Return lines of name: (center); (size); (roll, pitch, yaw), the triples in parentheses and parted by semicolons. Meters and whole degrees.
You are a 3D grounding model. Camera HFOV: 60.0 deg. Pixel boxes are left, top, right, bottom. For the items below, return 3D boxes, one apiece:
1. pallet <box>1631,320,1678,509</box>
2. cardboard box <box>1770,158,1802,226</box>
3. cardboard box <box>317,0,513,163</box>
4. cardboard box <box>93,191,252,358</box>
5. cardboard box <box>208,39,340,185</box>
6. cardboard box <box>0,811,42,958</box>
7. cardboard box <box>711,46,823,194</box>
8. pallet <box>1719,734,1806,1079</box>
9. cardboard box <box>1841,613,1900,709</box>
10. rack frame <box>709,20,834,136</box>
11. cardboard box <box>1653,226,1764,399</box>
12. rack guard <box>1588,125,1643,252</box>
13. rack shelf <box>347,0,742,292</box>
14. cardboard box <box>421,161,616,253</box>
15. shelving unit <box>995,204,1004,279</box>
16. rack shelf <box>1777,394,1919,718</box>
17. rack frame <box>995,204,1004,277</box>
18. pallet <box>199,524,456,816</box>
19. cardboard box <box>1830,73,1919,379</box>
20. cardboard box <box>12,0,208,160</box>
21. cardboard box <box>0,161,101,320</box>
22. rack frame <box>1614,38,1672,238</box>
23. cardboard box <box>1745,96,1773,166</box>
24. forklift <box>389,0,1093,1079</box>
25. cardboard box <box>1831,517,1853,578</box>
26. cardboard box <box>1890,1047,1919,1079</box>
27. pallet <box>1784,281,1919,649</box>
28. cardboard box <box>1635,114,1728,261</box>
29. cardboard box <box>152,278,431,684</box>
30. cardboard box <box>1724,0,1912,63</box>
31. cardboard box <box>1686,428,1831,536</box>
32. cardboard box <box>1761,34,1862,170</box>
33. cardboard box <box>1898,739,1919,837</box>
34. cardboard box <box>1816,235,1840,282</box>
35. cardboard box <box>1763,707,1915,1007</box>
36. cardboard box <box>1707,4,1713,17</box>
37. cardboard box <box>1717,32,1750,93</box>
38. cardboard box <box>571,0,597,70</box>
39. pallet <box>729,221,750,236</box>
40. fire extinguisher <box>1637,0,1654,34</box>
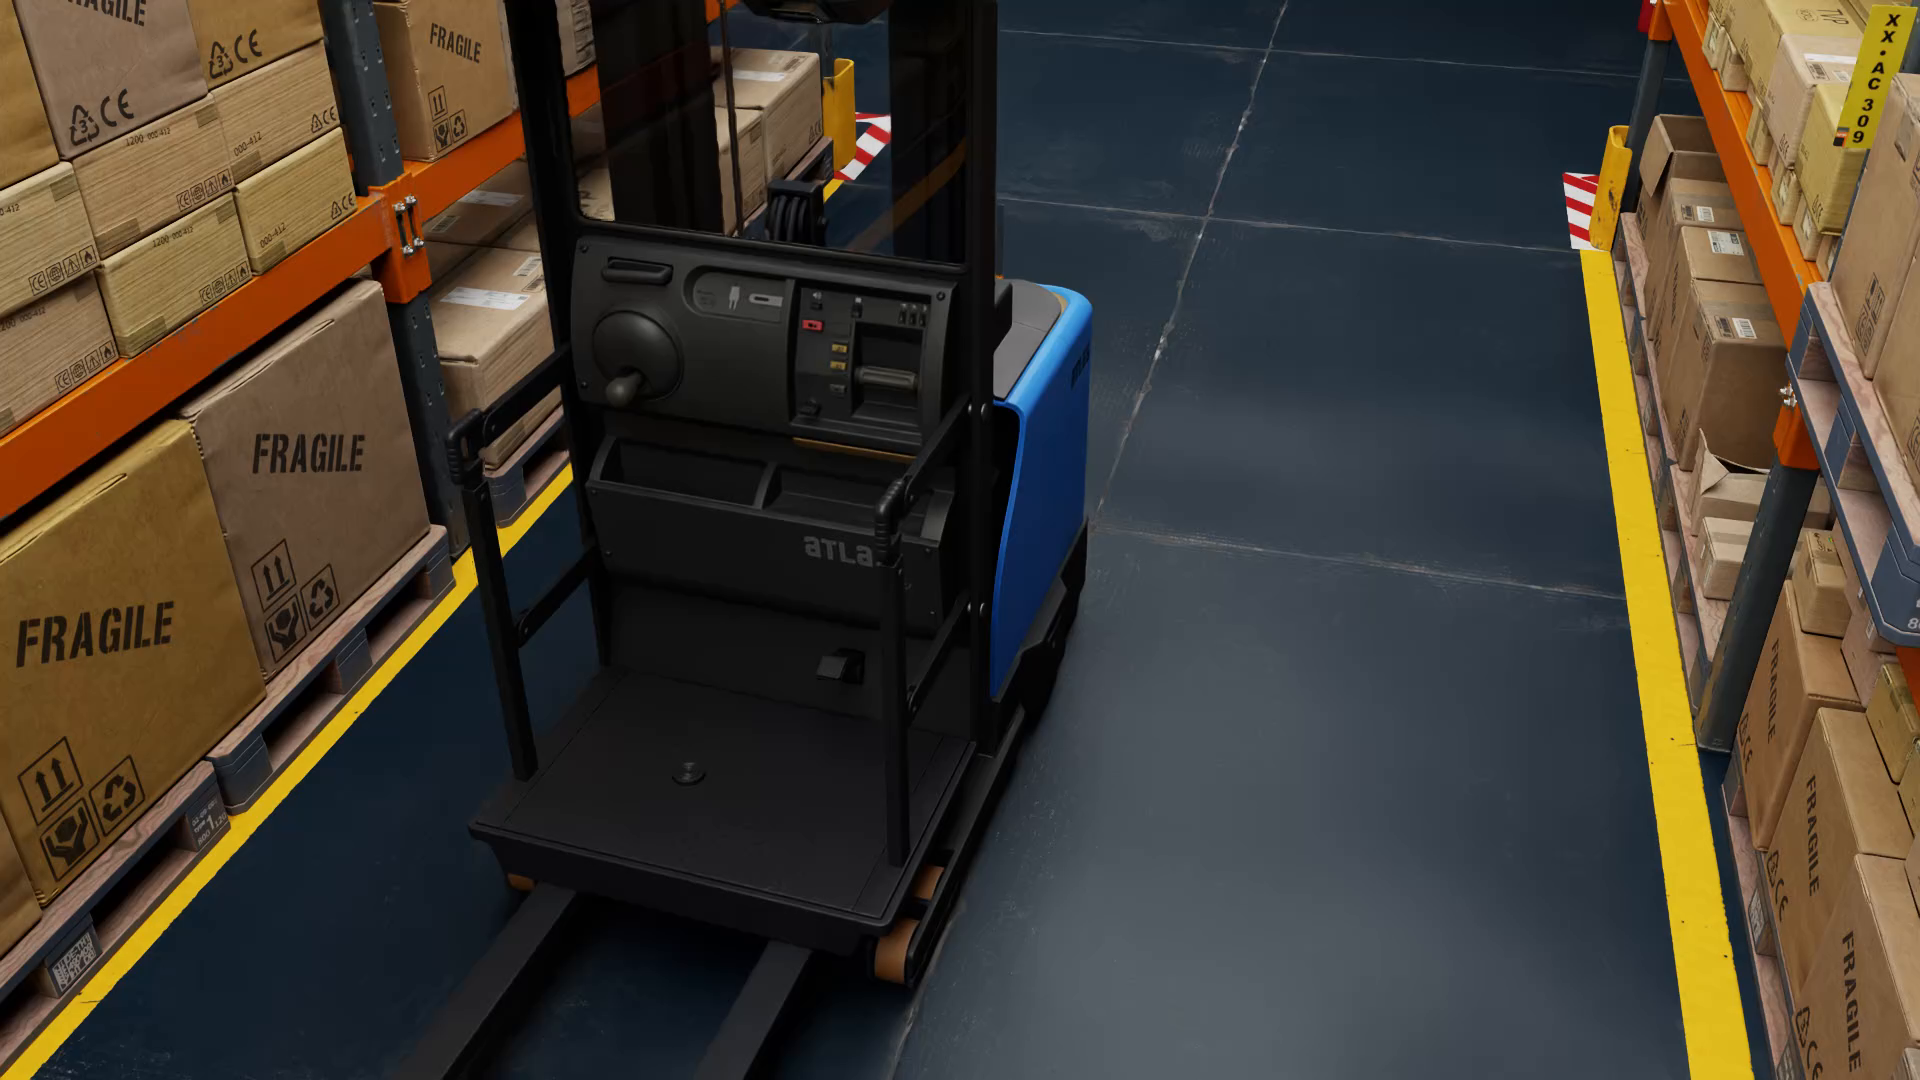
pallet: (3.108, -0.437, 6.241); (1.003, 0.211, 1.213); (8, 33, 12)
cardboard box: (2.550, -0.993, 4.750); (0.380, 0.149, 0.250); (9, 34, 14)
cardboard box: (-1.805, -1.547, 5.294); (0.500, 0.500, 0.500); (9, 34, 14)
cardboard box: (-2.177, -0.702, 4.198); (0.500, 0.250, 0.500); (8, 33, 12)
cardboard box: (-2.054, -1.182, 4.488); (0.500, 0.250, 0.500); (8, 33, 12)
cardboard box: (-2.706, 0.689, 3.459); (0.875, 0.875, 0.875); (8, 33, 13)
cardboard box: (-1.233, -2.112, 8.273); (0.875, 0.438, 0.875); (7, 33, 11)
pallet: (2.455, 0.981, 4.010); (1.003, 0.211, 1.213); (8, 33, 12)
cardboard box: (2.281, 0.285, 3.839); (0.380, 0.149, 0.250); (7, 33, 11)
rack frame: (-1.162, -3.372, 8.259); (1.000, 3.000, 0.127); (8, 33, 12)
cardboard box: (2.908, -0.817, 6.178); (0.500, 0.500, 0.500); (9, 33, 13)
rack guard: (3.621, -1.604, 7.807); (1.175, 0.500, 0.348); (8, 33, 12)
rack shelf: (-1.669, -2.031, 6.819); (1.077, 0.370, 4.000); (8, 33, 12)
cardboard box: (-1.687, -1.168, 6.789); (0.875, 0.438, 0.875); (7, 33, 11)
shelving unit: (-0.004, -0.499, 5.416); (0.258, 1.200, 0.189); (8, 33, 12)
rack shelf: (2.118, 0.719, 2.494); (1.077, 0.370, 4.000); (8, 33, 12)
rack frame: (0.020, -0.546, 5.491); (0.240, 1.200, 0.006); (8, 33, 12)
pallet: (-2.300, 0.291, 5.096); (1.003, 0.211, 1.213); (8, 33, 12)
cardboard box: (2.286, -0.621, 3.447); (0.700, 0.500, 0.500); (9, 34, 14)
cardboard box: (-2.172, -1.225, 3.856); (0.500, 0.500, 0.500); (9, 33, 13)
cardboard box: (-2.299, -0.652, 3.654); (0.500, 0.250, 0.500); (9, 33, 14)
rack frame: (3.640, -2.698, 7.199); (1.000, 3.000, 0.127); (8, 33, 12)
cardboard box: (2.680, -1.261, 5.173); (0.380, 0.149, 0.250); (8, 33, 12)
forklift: (-0.532, -0.401, 3.648); (1.130, 2.935, 3.031); (10, 34, 15)
cardboard box: (2.335, 0.014, 3.989); (0.380, 0.149, 0.250); (7, 33, 12)
cardboard box: (1.891, 1.280, 2.879); (0.500, 0.500, 0.500); (7, 33, 11)
pallet: (2.317, -0.142, 3.356); (1.003, 0.211, 1.213); (8, 33, 12)
cardboard box: (3.393, -1.518, 7.277); (0.797, 0.503, 0.637); (7, 33, 10)
cardboard box: (-2.257, -0.244, 4.928); (0.875, 0.875, 0.875); (9, 34, 14)
cardboard box: (2.902, -1.768, 5.598); (0.500, 0.250, 0.500); (7, 33, 11)
cardboard box: (2.573, -0.160, 5.363); (0.396, 0.266, 0.258); (9, 34, 14)
cardboard box: (2.631, -1.244, 4.774); (0.500, 0.250, 0.500); (8, 33, 13)
cardboard box: (2.171, 0.564, 3.400); (0.380, 0.149, 0.250); (7, 33, 12)
cardboard box: (2.462, -0.716, 4.315); (0.380, 0.149, 0.250); (8, 33, 13)
cardboard box: (2.159, 0.753, 3.708); (0.500, 0.500, 0.500); (8, 33, 12)
cardboard box: (3.115, -2.057, 6.424); (0.380, 0.149, 0.250); (9, 34, 14)
cardboard box: (2.869, -1.658, 5.796); (0.380, 0.149, 0.250); (9, 33, 13)
cardboard box: (-1.540, -2.064, 6.108); (0.500, 0.500, 0.500); (8, 33, 13)
pallet: (-1.601, -1.139, 7.344); (1.003, 0.211, 1.213); (8, 33, 12)
fire extinguisher: (3.231, -2.648, 7.538); (0.296, 0.674, 0.183); (8, 33, 12)
